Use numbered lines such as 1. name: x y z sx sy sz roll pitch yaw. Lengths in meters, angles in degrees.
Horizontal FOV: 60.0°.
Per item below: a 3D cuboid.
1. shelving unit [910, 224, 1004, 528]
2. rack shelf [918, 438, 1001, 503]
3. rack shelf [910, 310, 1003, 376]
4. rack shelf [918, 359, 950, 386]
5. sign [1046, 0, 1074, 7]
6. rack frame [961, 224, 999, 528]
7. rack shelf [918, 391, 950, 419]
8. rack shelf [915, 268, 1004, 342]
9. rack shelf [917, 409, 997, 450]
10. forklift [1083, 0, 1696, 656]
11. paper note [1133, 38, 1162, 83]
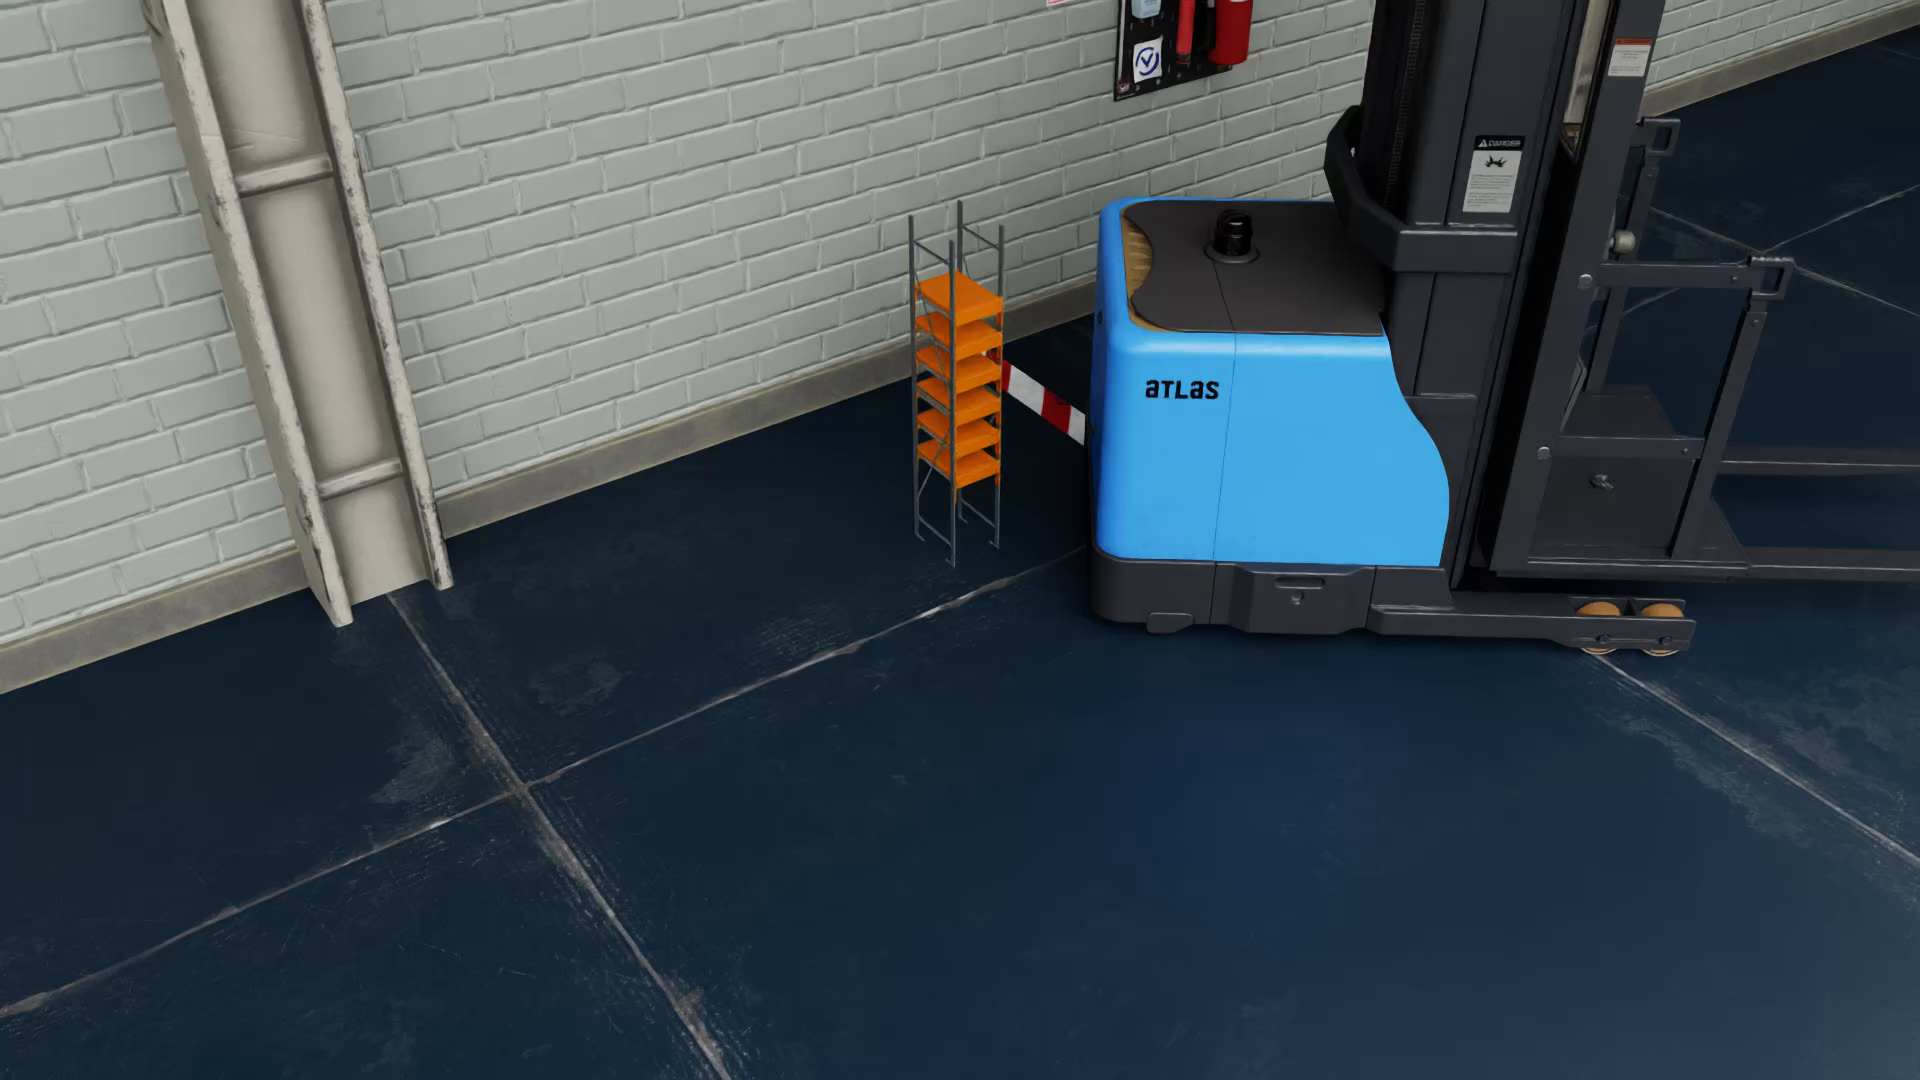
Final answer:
1. shelving unit: -0.011 -0.483 5.394 0.183 1.046 0.258 -22 41 -28
2. rack shelf: -0.012 -0.251 5.559 0.180 0.103 0.258 -22 41 -28
3. rack shelf: -0.012 -0.641 5.279 0.180 0.103 0.258 -22 41 -28
4. rack shelf: -0.012 -0.560 5.337 0.166 0.020 0.199 -22 41 -28
5. sign: 10.361 -2.162 6.103 16.451 0.391 11.513 -22 41 -28
6. rack frame: 0.063 -0.513 5.435 0.002 1.046 0.228 -22 41 -28
7. rack shelf: -0.012 -0.462 5.407 0.166 0.020 0.199 -22 41 -28
8. rack shelf: -0.012 -0.738 5.209 0.180 0.103 0.258 -22 41 -28
9. rack shelf: -0.012 -0.371 5.473 0.171 0.034 0.221 -22 41 -28
10. forklift: 1.944 -1.143 4.829 3.031 2.935 1.130 1 36 2
11. paper note: 0.744 -1.895 6.570 0.142 0.148 0.016 -22 41 -28
